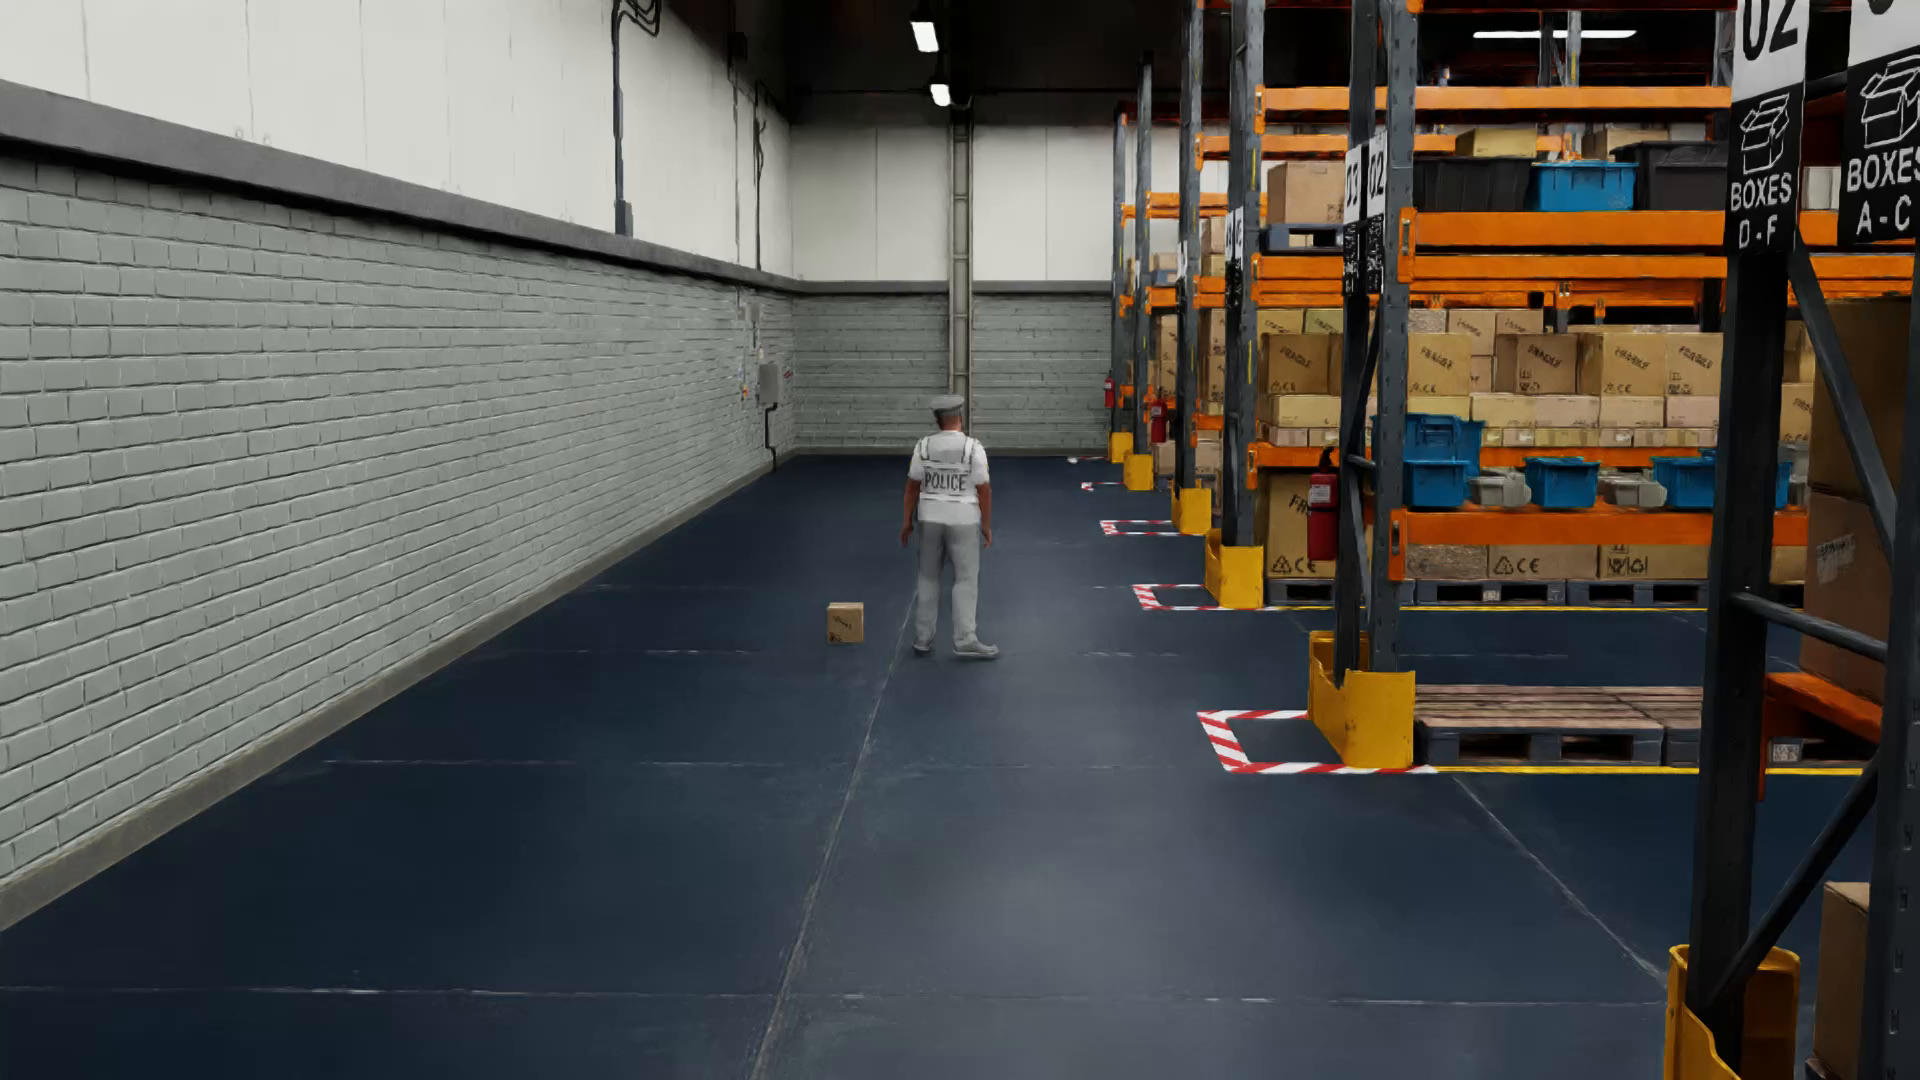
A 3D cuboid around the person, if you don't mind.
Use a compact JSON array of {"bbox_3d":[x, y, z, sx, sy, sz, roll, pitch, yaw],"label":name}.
[{"bbox_3d":[-0.067,-0.102,11.323,0.690,1.770,0.398,2,8,18],"label":"person"}]
